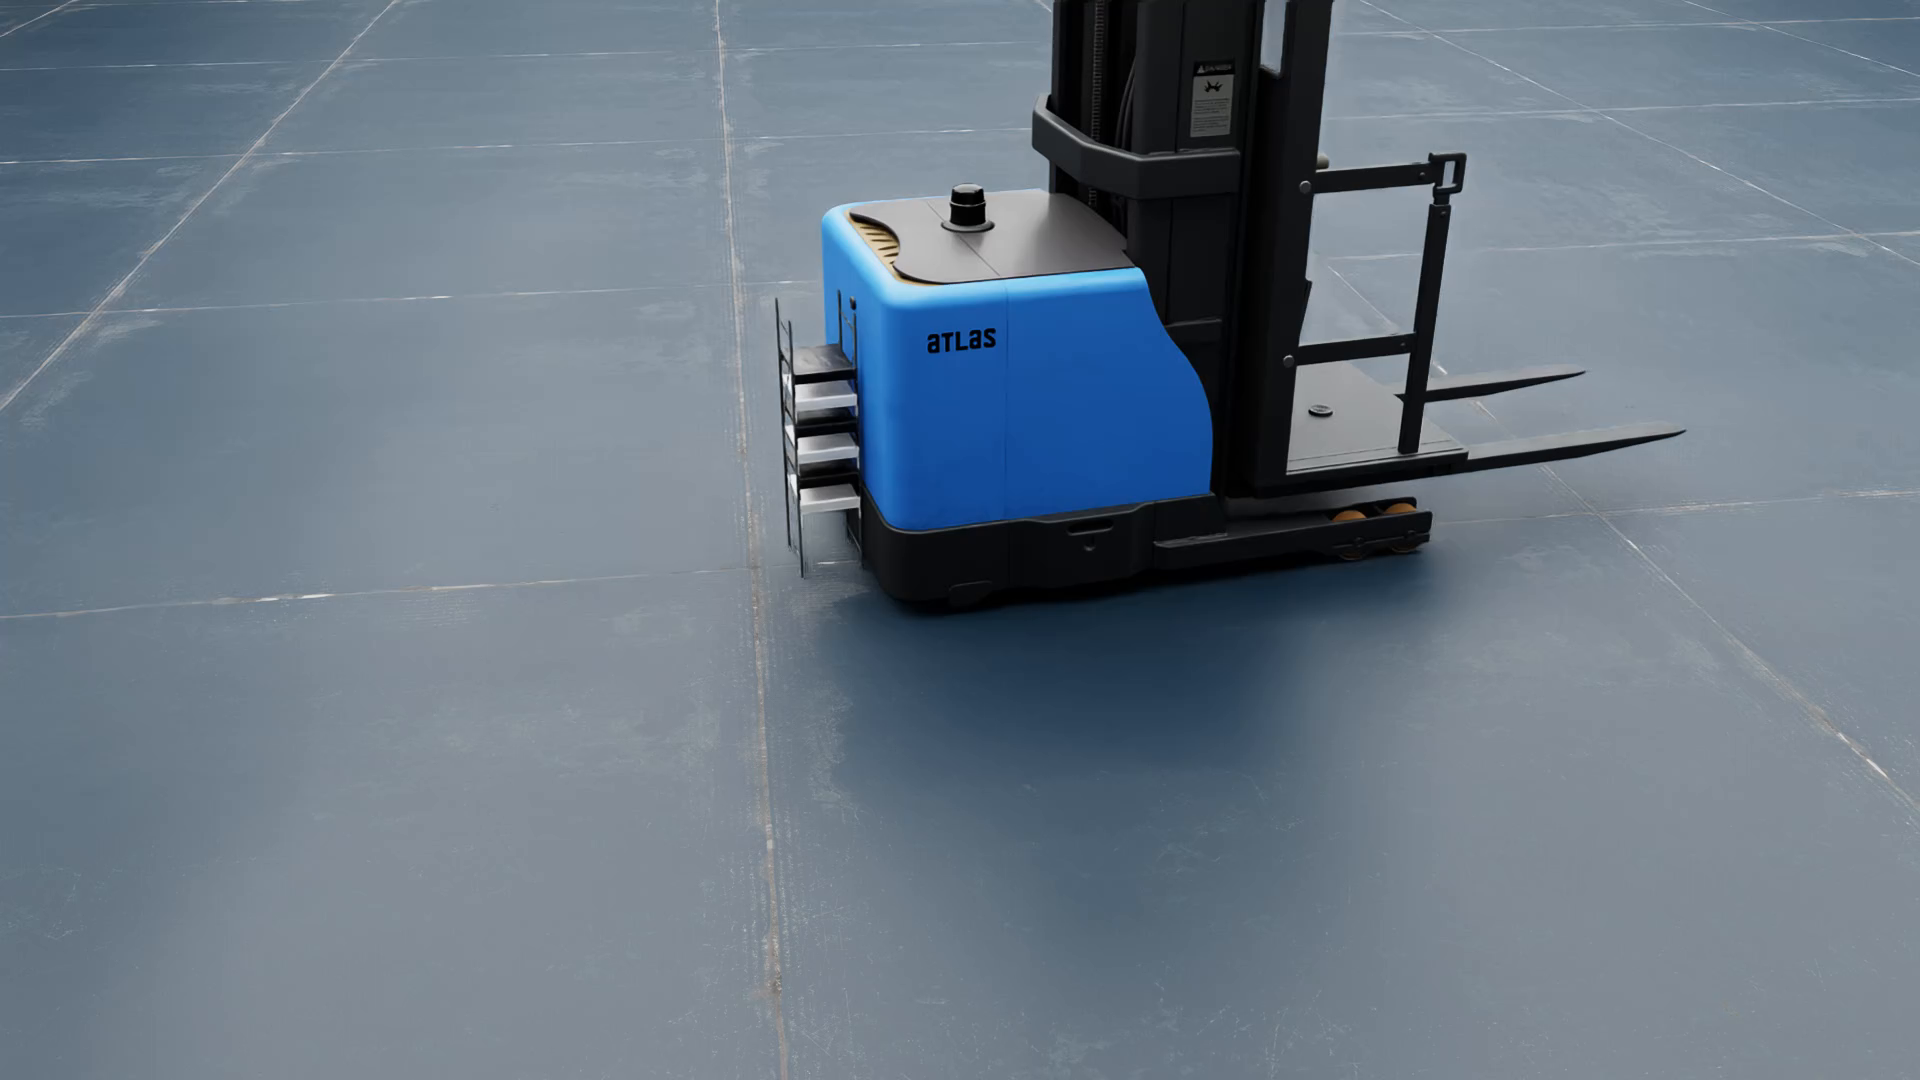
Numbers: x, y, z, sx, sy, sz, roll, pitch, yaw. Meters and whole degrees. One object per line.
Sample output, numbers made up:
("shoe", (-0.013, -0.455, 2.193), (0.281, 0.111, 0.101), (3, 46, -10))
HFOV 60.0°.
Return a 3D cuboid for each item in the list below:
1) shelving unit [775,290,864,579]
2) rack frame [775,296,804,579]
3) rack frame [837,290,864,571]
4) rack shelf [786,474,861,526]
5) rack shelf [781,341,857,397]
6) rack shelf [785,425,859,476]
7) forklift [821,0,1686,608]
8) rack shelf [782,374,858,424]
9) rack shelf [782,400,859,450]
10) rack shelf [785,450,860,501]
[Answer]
("shelving unit", (-0.455, -0.337, 5.420), (0.210, 0.900, 0.258), (-8, 28, -14))
("rack frame", (-0.553, -0.324, 5.395), (0.006, 0.900, 0.240), (-8, 28, -14))
("rack frame", (-0.358, -0.350, 5.446), (0.006, 0.900, 0.240), (-8, 28, -14))
("rack shelf", (-0.455, -0.147, 5.518), (0.200, 0.077, 0.258), (-8, 28, -14))
("rack shelf", (-0.455, -0.547, 5.312), (0.200, 0.077, 0.258), (-8, 28, -14))
("rack shelf", (-0.455, -0.307, 5.436), (0.200, 0.077, 0.258), (-8, 28, -14))
("forklift", (1.096, -1.459, 5.382), (3.031, 2.935, 1.130), (-8, 28, -14))
("rack shelf", (-0.455, -0.467, 5.354), (0.200, 0.077, 0.258), (-8, 28, -14))
("rack shelf", (-0.455, -0.387, 5.395), (0.200, 0.077, 0.258), (-8, 28, -14))
("rack shelf", (-0.455, -0.227, 5.477), (0.200, 0.077, 0.258), (-8, 28, -14))
